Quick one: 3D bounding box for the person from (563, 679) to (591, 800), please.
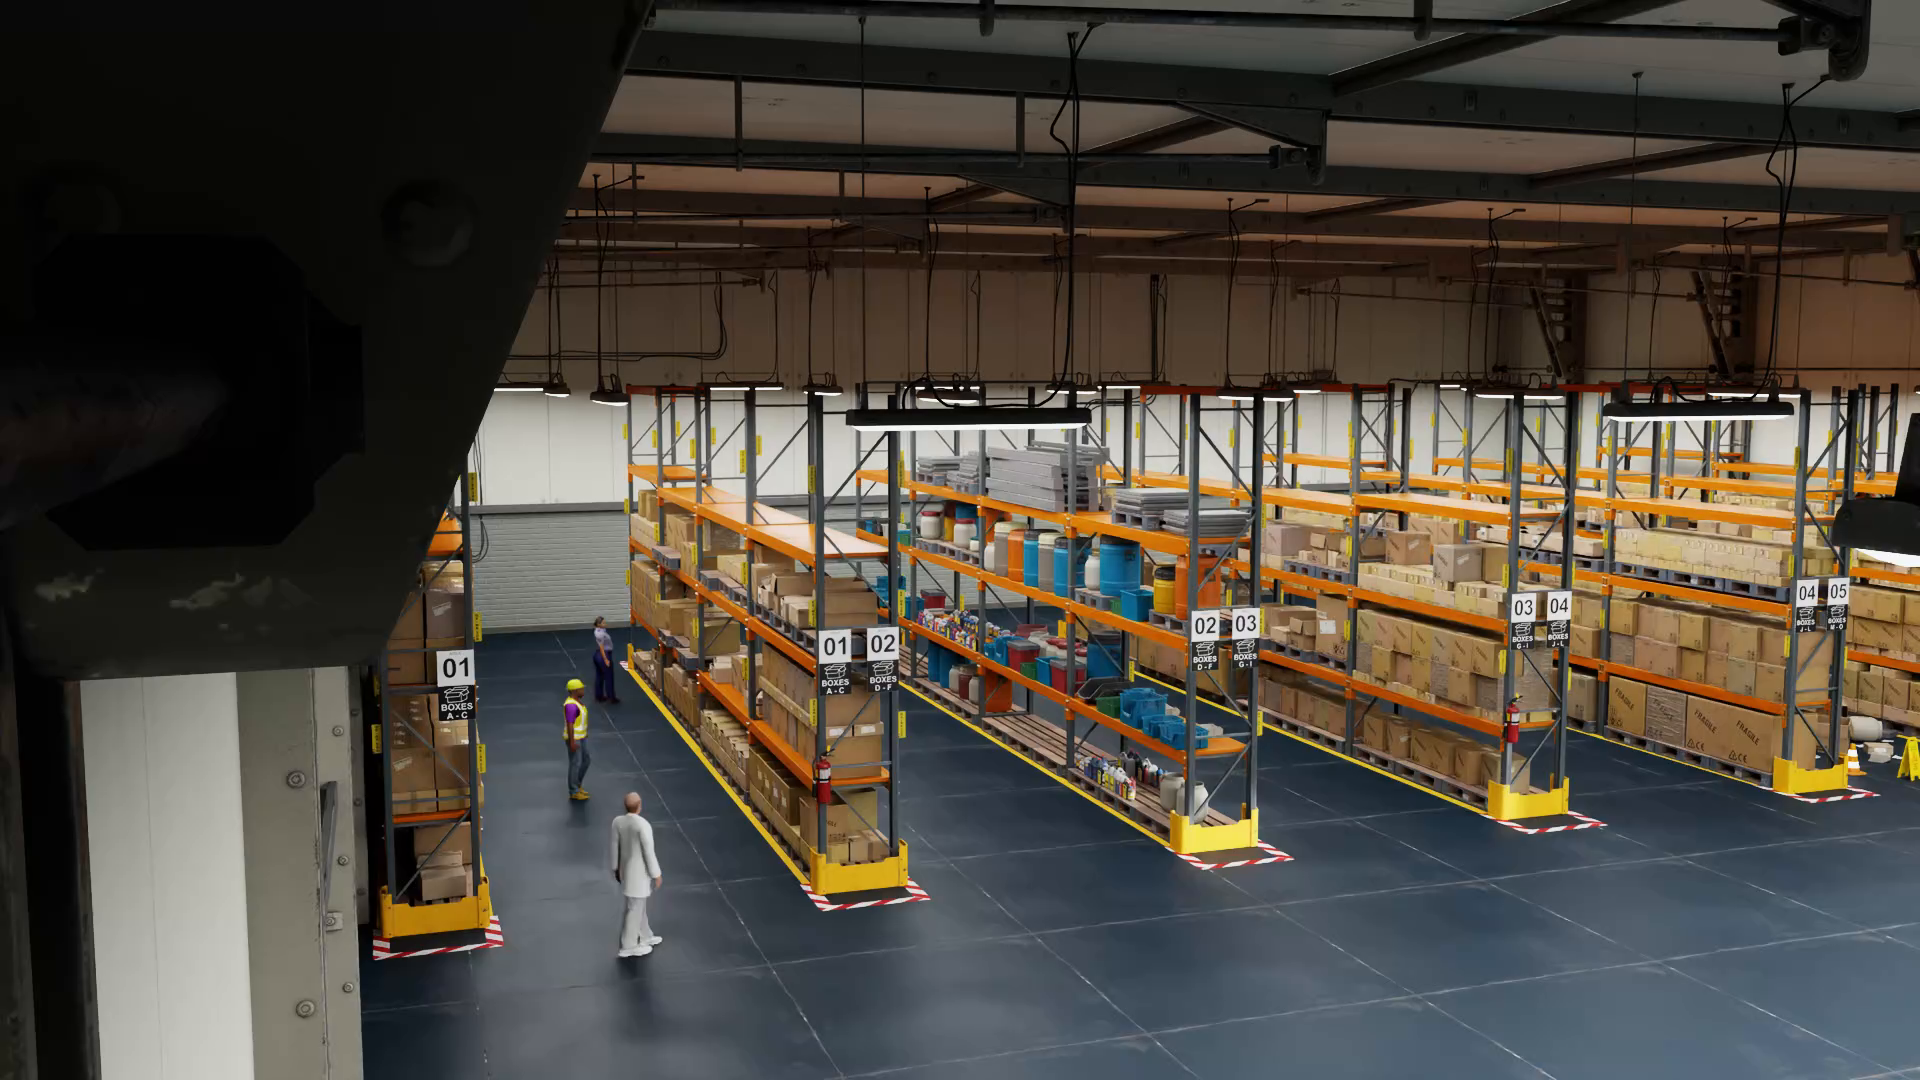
[{"bbox_3d":[-5.651,2.944,24.533,0.396,1.800,0.671,0,6,2],"label":"person"}]

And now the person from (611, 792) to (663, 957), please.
[{"bbox_3d":[-3.438,3.599,17.998,0.630,1.792,0.617,-4,7,-36],"label":"person"}]

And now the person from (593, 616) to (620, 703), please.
[{"bbox_3d":[-6.705,2.259,31.509,0.447,1.639,0.562,-3,7,-28],"label":"person"}]
